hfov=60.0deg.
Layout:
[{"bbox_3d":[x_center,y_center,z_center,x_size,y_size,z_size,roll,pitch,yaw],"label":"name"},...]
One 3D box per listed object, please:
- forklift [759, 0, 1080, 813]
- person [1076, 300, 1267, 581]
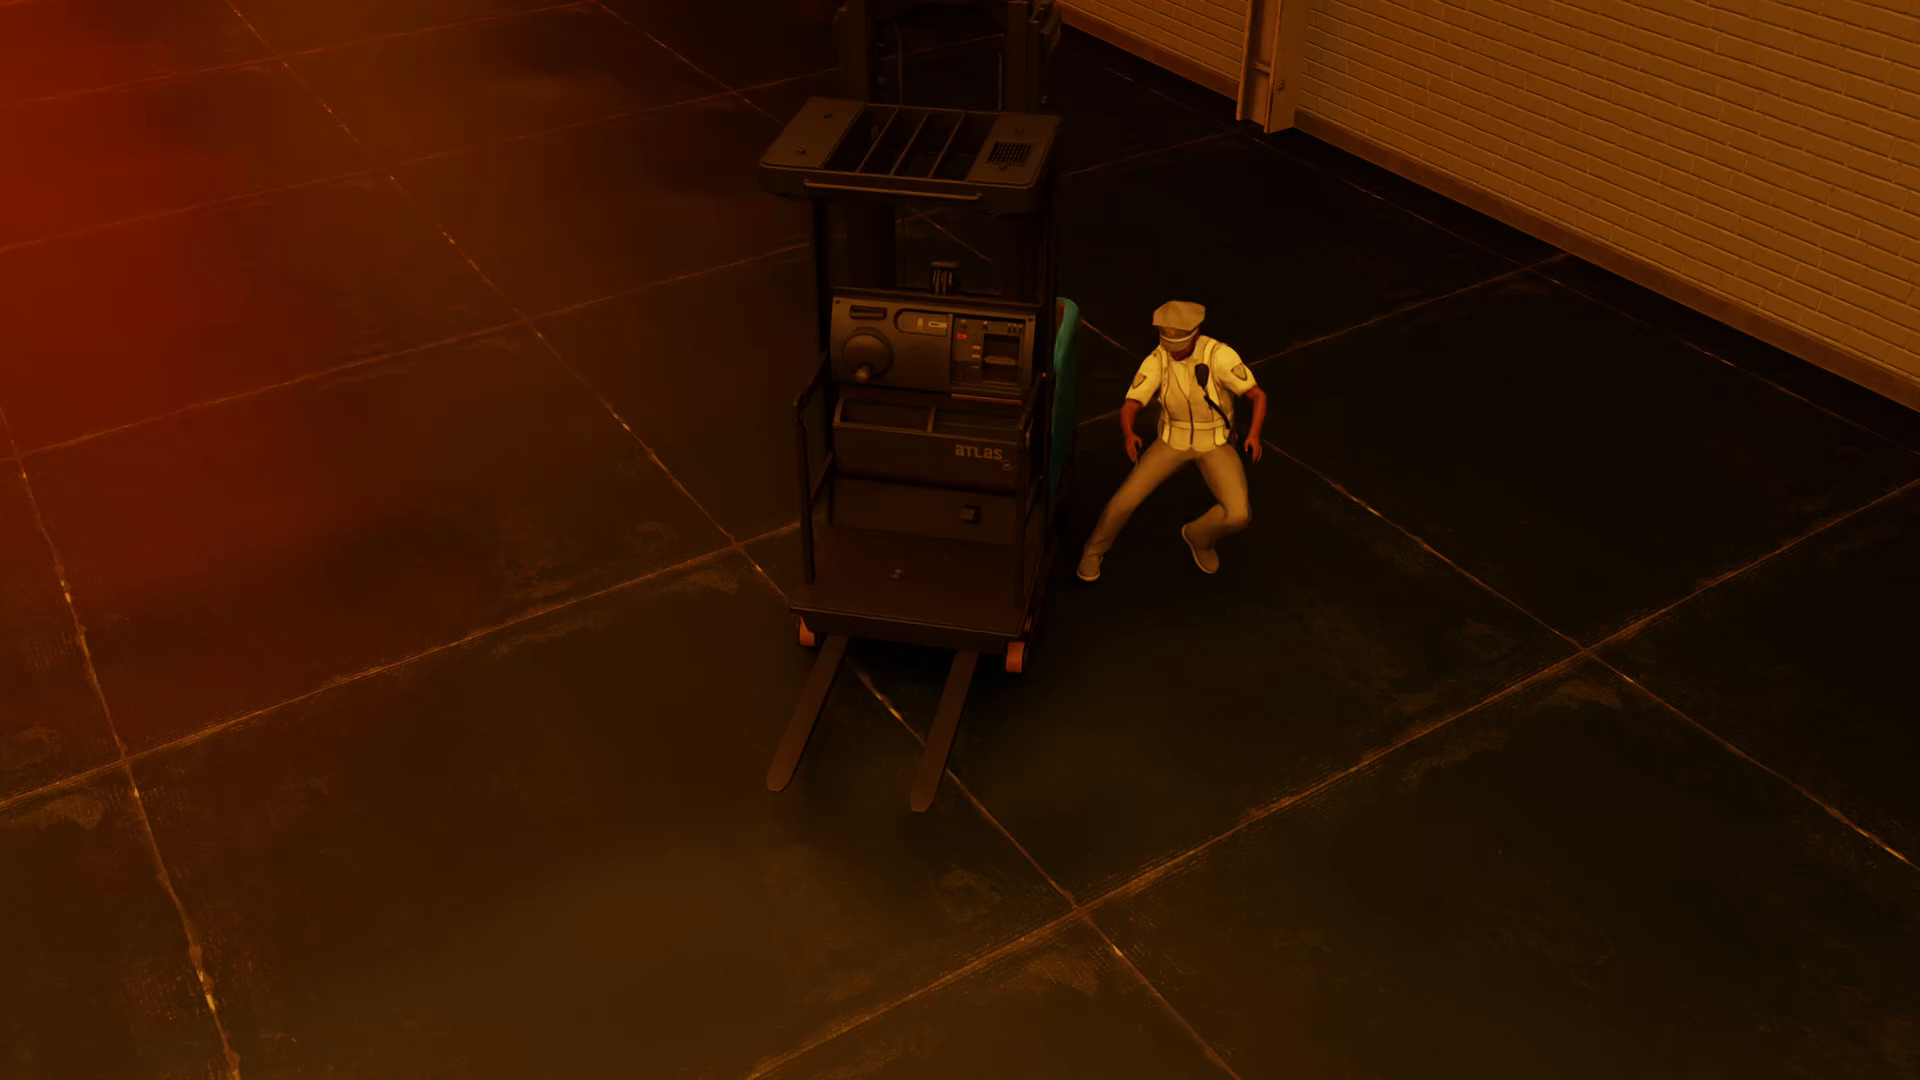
[{"bbox_3d":[-0.165,-0.804,7.292,1.130,2.935,3.031,7,36,9],"label":"forklift"},{"bbox_3d":[1.039,-0.407,8.015,0.858,1.442,0.751,11,37,15],"label":"person"}]
